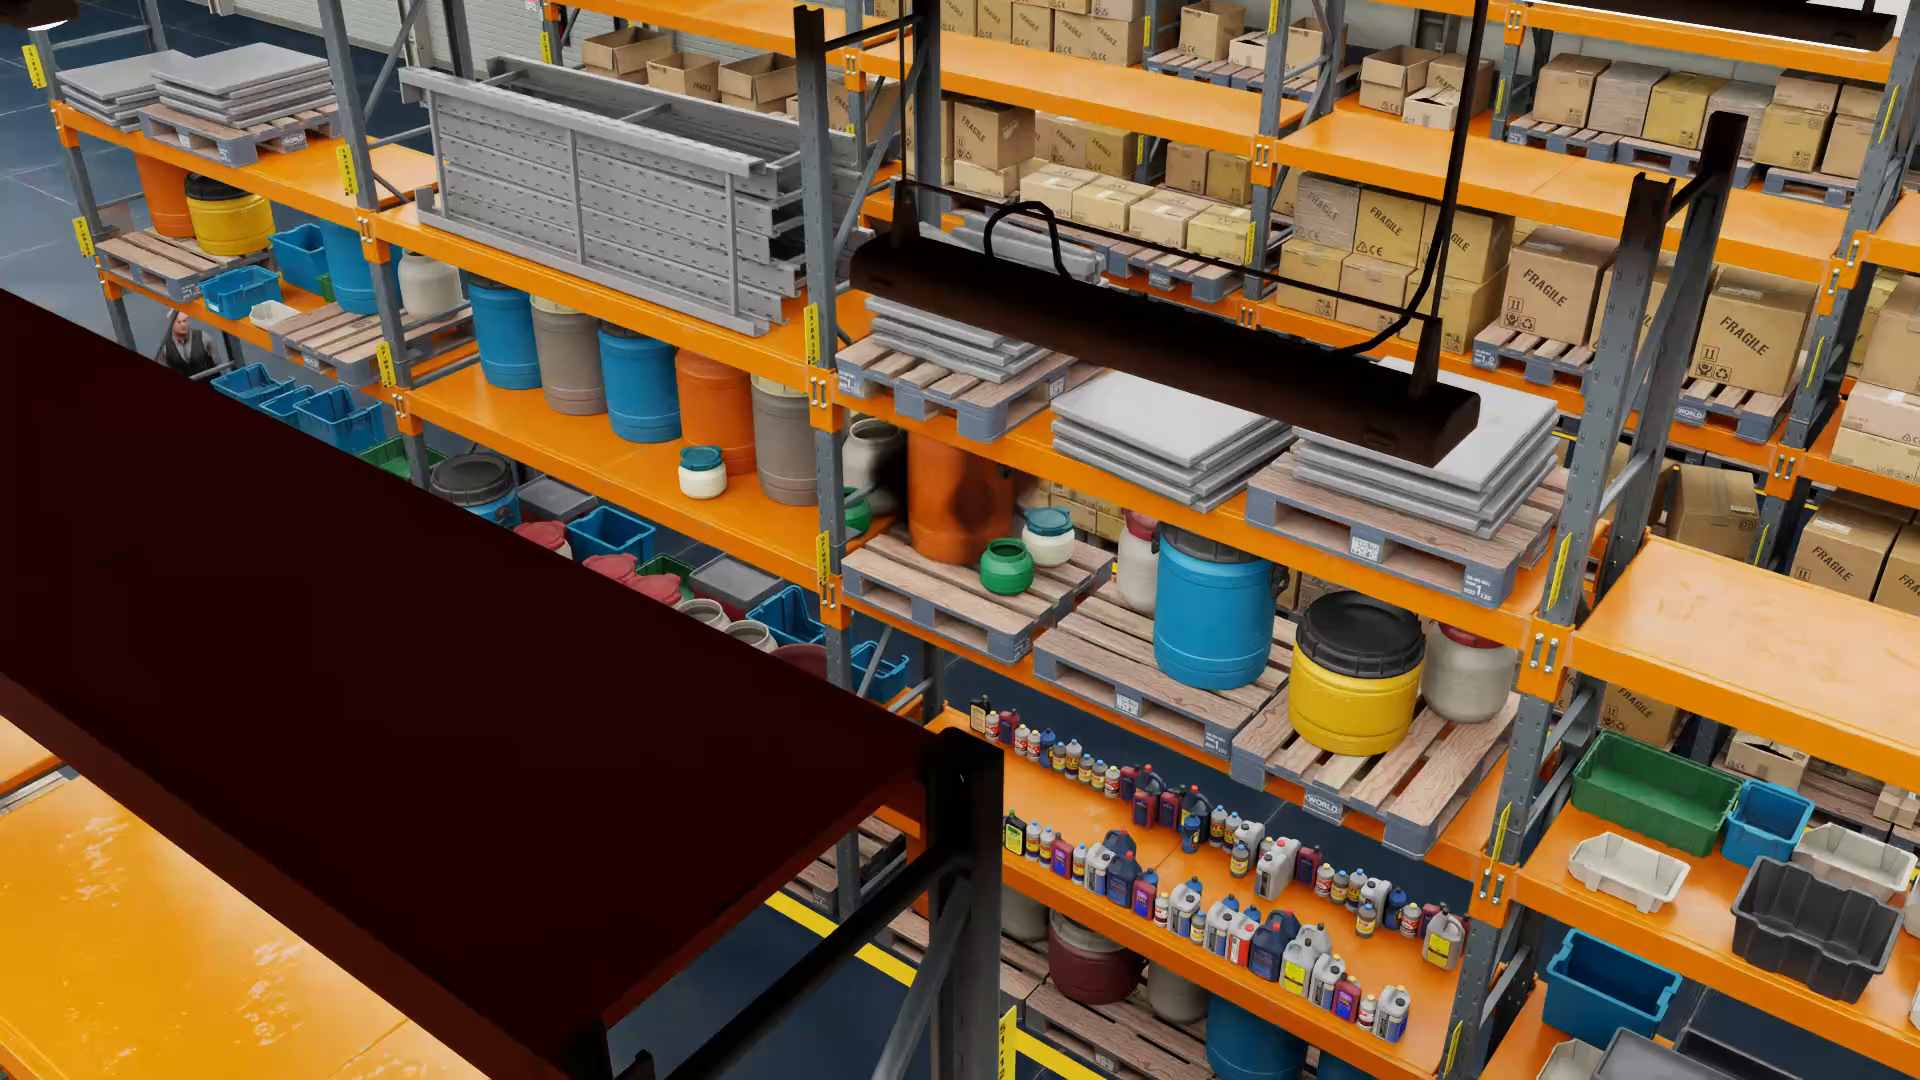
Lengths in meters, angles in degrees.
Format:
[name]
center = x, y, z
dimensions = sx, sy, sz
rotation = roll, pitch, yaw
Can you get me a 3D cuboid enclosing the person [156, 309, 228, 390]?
[person]
center = -7.304, -1.376, 15.894
dimensions = 0.576, 1.717, 0.565
rotation = -2, 31, -3
